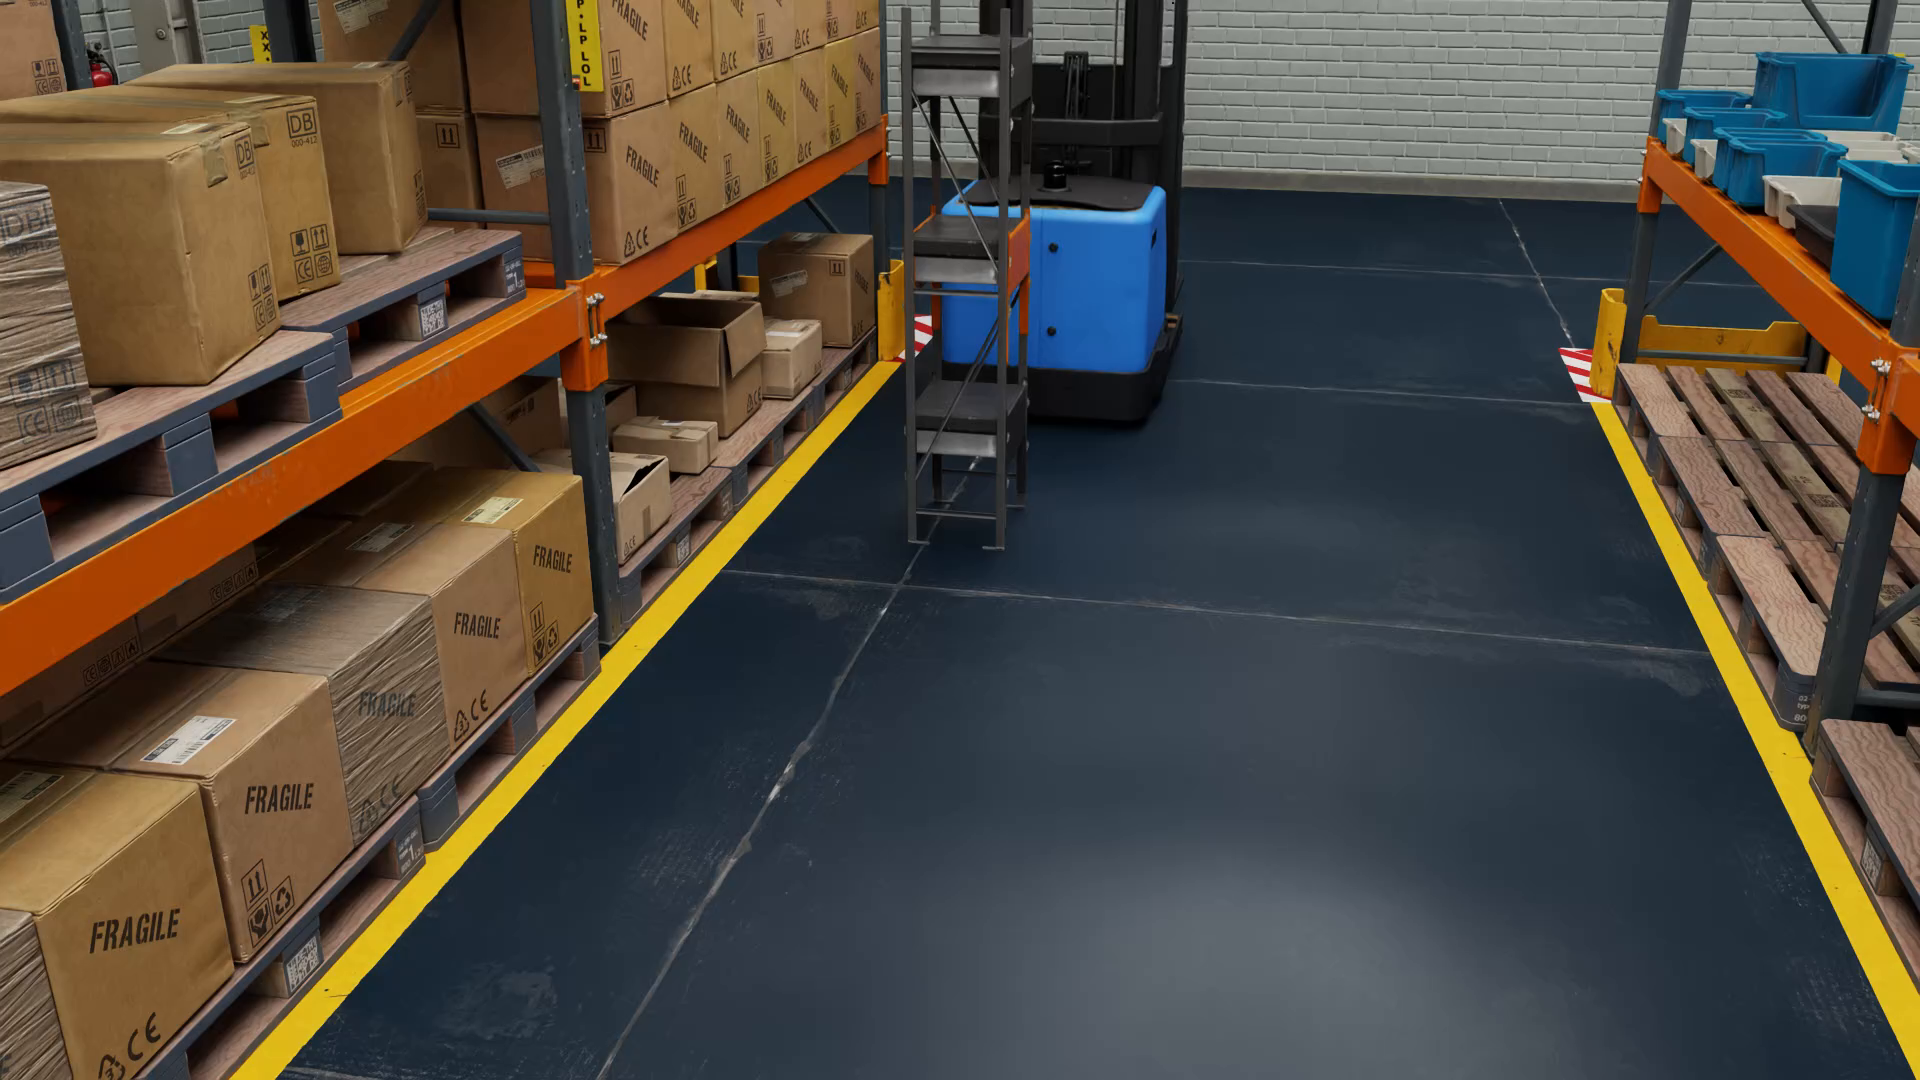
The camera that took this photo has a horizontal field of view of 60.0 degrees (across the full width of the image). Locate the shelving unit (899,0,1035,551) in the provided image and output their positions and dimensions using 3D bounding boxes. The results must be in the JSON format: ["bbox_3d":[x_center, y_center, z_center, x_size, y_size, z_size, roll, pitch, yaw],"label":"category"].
[{"bbox_3d":[0.034,-1.035,6.612,0.431,2.100,0.503,4,22,11],"label":"shelving unit"}]

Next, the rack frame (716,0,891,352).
[{"bbox_3d":[-0.897,-2.530,9.120,1.000,3.000,0.127,4,22,11],"label":"rack frame"}]

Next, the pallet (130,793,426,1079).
[{"bbox_3d":[-2.088,0.974,4.152,1.003,0.211,1.213,4,22,11],"label":"pallet"}]

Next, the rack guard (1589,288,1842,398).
[{"bbox_3d":[3.944,-1.001,8.670,1.175,0.500,0.348,4,22,11],"label":"rack guard"}]

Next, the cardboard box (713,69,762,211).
[{"bbox_3d":[-1.136,-1.649,6.800,0.500,0.500,0.500,4,22,11],"label":"cardboard box"}]

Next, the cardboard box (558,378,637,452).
[{"bbox_3d":[-1.721,-0.528,7.160,0.500,0.311,0.500,4,22,11],"label":"cardboard box"}]

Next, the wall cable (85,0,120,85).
[{"bbox_3d":[-6.412,-3.918,11.206,0.084,1.984,1.851,4,22,11],"label":"wall cable"}]

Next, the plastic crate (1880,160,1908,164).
[{"bbox_3d":[3.814,-1.426,6.652,0.298,0.136,0.250,4,22,11],"label":"plastic crate"}]

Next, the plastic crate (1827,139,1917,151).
[{"bbox_3d":[3.889,-1.639,7.182,0.396,0.136,0.243,4,22,11],"label":"plastic crate"}]

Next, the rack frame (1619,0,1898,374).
[{"bbox_3d":[3.952,-2.151,8.179,1.000,3.000,0.127,4,22,11],"label":"rack frame"}]

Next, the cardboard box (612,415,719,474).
[{"bbox_3d":[-1.249,-0.411,7.062,0.380,0.166,0.250,4,22,11],"label":"cardboard box"}]

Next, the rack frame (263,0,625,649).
[{"bbox_3d":[-1.713,-1.067,5.488,1.000,3.000,0.127,4,22,11],"label":"rack frame"}]

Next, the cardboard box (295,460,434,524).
[{"bbox_3d":[-2.050,0.047,5.479,0.500,0.500,0.500,3,22,8],"label":"cardboard box"}]

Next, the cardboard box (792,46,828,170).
[{"bbox_3d":[-0.931,-2.020,7.719,0.500,0.500,0.500,5,22,11],"label":"cardboard box"}]

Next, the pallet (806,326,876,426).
[{"bbox_3d":[-1.074,-0.917,8.848,1.003,0.211,1.213,4,22,11],"label":"pallet"}]

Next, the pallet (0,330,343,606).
[{"bbox_3d":[-2.137,-0.227,3.658,1.003,0.211,1.213,4,22,11],"label":"pallet"}]

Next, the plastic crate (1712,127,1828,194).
[{"bbox_3d":[3.310,-1.554,6.842,0.416,0.233,0.300,4,22,11],"label":"plastic crate"}]

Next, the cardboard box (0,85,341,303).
[{"bbox_3d":[-2.107,-0.896,4.366,0.700,0.500,0.500,8,23,19],"label":"cardboard box"}]

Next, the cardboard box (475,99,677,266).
[{"bbox_3d":[-1.342,-1.279,5.880,0.500,0.500,0.500,5,22,12],"label":"cardboard box"}]

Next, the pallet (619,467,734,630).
[{"bbox_3d":[-1.572,-0.024,6.632,1.003,0.211,1.213,4,22,11],"label":"pallet"}]

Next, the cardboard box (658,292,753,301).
[{"bbox_3d":[-1.387,-1.098,8.657,0.500,0.250,0.500,4,22,11],"label":"cardboard box"}]

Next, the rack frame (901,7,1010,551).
[{"bbox_3d":[-0.016,-0.945,6.390,0.400,2.100,0.015,4,22,11],"label":"rack frame"}]

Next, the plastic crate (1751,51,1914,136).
[{"bbox_3d":[4.066,-2.058,7.822,0.616,0.435,0.499,4,22,11],"label":"plastic crate"}]

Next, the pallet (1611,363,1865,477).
[{"bbox_3d":[3.746,-0.559,7.958,1.003,0.211,1.213,4,22,11],"label":"pallet"}]

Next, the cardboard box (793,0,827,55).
[{"bbox_3d":[-0.922,-2.482,7.528,0.500,0.500,0.500,5,22,12],"label":"cardboard box"}]

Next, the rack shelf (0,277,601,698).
[{"bbox_3d":[-2.121,-0.002,3.806,1.077,0.370,4.000,4,22,11],"label":"rack shelf"}]

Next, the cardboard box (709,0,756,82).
[{"bbox_3d":[-1.131,-2.105,6.592,0.500,0.500,0.500,4,22,9],"label":"cardboard box"}]

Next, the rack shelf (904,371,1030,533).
[{"bbox_3d":[0.034,-0.373,6.878,0.431,0.518,0.480,4,22,11],"label":"rack shelf"}]

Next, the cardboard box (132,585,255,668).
[{"bbox_3d":[-2.257,0.425,4.540,0.500,0.500,0.500,5,22,12],"label":"cardboard box"}]

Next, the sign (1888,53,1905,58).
[{"bbox_3d":[4.494,-2.191,8.059,0.100,0.325,0.005,4,22,11],"label":"sign"}]

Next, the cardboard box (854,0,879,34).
[{"bbox_3d":[-0.718,-2.856,8.458,0.500,0.500,0.500,4,22,10],"label":"cardboard box"}]

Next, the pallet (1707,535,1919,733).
[{"bbox_3d":[3.248,0.334,5.743,1.003,0.211,1.213,4,22,11],"label":"pallet"}]

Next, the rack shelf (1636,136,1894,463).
[{"bbox_3d":[3.544,-1.086,6.497,1.077,0.370,4.000,4,22,11],"label":"rack shelf"}]

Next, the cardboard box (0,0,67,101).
[{"bbox_3d":[-5.841,-2.858,9.533,0.980,0.700,0.700,5,23,13],"label":"cardboard box"}]

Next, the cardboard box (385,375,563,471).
[{"bbox_3d":[-1.874,-0.342,6.444,0.500,0.500,0.500,4,22,11],"label":"cardboard box"}]

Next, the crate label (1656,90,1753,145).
[{"bbox_3d":[3.579,-2.036,8.037,0.416,0.233,0.303,4,22,11],"label":"crate label"}]

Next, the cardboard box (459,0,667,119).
[{"bbox_3d":[-1.341,-1.728,5.657,0.500,0.500,0.500,5,22,12],"label":"cardboard box"}]

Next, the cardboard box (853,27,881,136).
[{"bbox_3d":[-0.721,-2.392,8.643,0.500,0.500,0.500,5,23,13],"label":"cardboard box"}]

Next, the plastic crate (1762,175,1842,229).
[{"bbox_3d":[3.197,-1.253,6.223,0.293,0.136,0.466,4,22,11],"label":"plastic crate"}]

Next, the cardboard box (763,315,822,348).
[{"bbox_3d":[-0.937,-1.061,8.676,0.380,0.166,0.250,4,22,11],"label":"cardboard box"}]

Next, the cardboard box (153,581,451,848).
[{"bbox_3d":[-1.745,0.454,4.468,0.500,0.500,0.500,5,22,12],"label":"cardboard box"}]

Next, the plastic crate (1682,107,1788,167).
[{"bbox_3d":[3.445,-1.795,7.439,0.416,0.233,0.300,4,22,11],"label":"plastic crate"}]

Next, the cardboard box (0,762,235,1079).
[{"bbox_3d":[-1.948,0.832,3.530,0.500,0.500,0.500,4,22,10],"label":"cardboard box"}]

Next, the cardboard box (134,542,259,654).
[{"bbox_3d":[-2.254,0.065,4.431,0.500,0.250,0.500,5,22,11],"label":"cardboard box"}]

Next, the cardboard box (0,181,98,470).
[{"bbox_3d":[-2.137,-0.404,3.146,0.700,0.500,0.500,9,24,21],"label":"cardboard box"}]

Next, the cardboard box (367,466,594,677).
[{"bbox_3d":[-1.533,0.091,5.370,0.500,0.500,0.500,4,22,11],"label":"cardboard box"}]

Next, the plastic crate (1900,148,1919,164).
[{"bbox_3d":[3.628,-1.205,5.909,0.437,0.282,0.530,4,22,11],"label":"plastic crate"}]

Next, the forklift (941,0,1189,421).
[{"bbox_3d":[0.692,-2.459,9.037,1.130,2.935,3.031,4,22,11],"label":"forklift"}]
